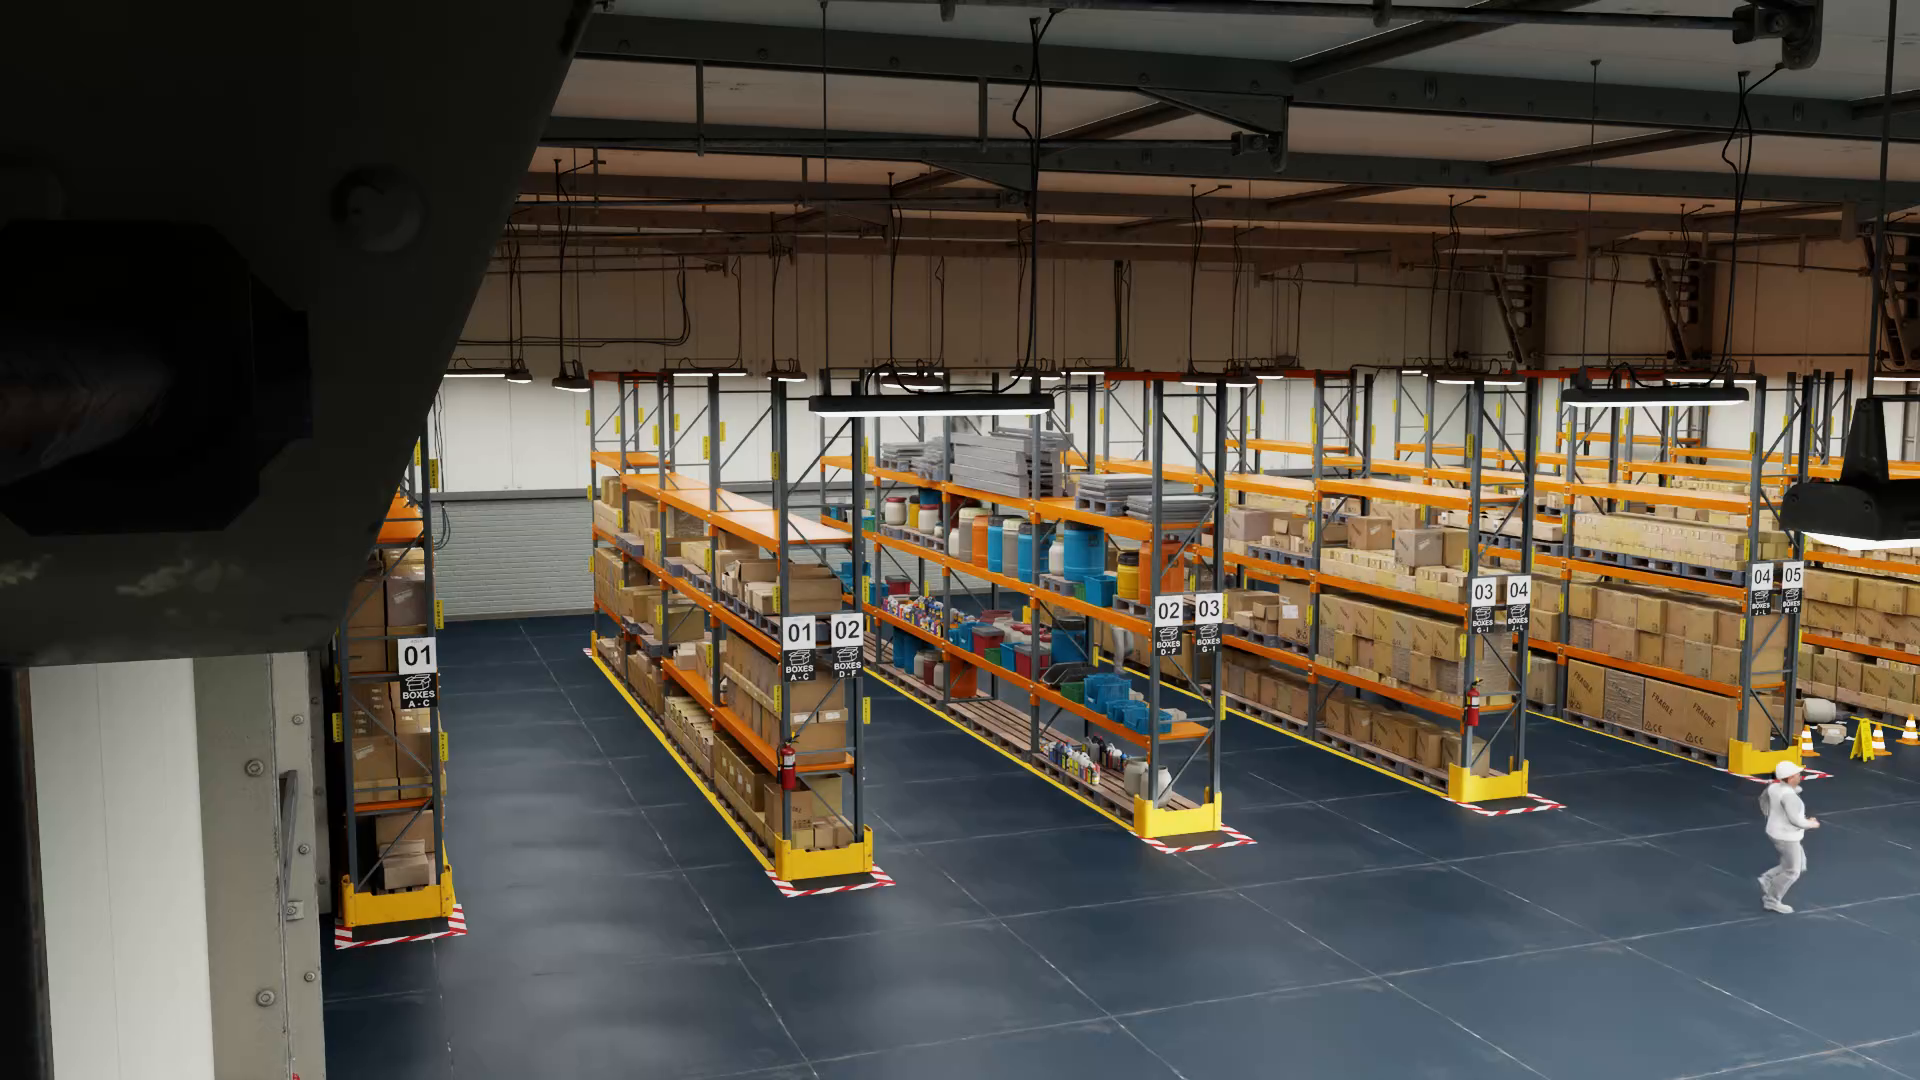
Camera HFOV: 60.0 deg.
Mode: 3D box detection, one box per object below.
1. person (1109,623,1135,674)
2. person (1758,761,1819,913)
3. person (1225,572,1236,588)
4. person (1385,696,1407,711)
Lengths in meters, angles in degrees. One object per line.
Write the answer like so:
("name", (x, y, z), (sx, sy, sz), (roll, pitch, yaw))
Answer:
("person", (3.063, 1.676, 31.486), (0.659, 1.776, 0.580), (-3, 7, -27))
("person", (9.430, 3.360, 18.887), (0.555, 1.740, 0.694), (1, 6, 8))
("person", (6.720, 0.899, 41.511), (0.632, 1.705, 0.643), (2, 7, 19))
("person", (7.842, 2.167, 29.928), (0.635, 1.687, 0.836), (-3, 7, -26))
